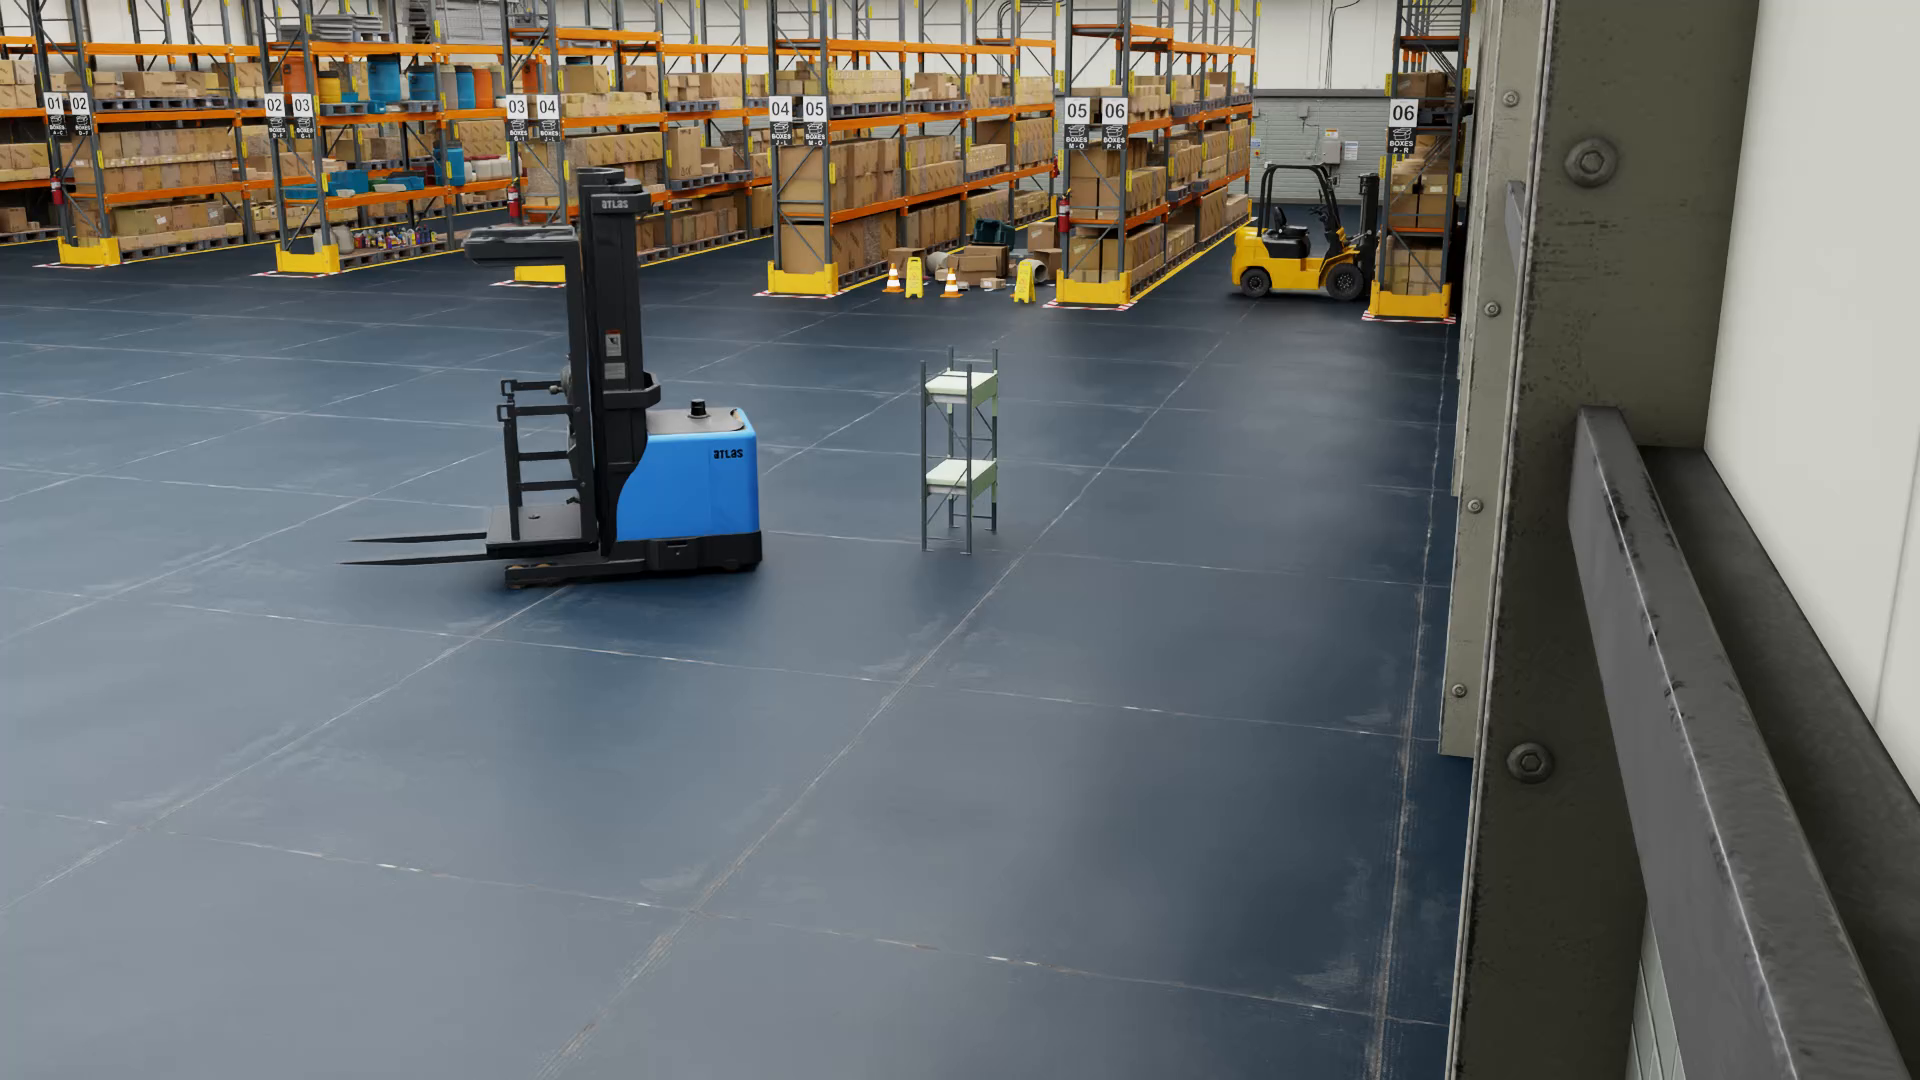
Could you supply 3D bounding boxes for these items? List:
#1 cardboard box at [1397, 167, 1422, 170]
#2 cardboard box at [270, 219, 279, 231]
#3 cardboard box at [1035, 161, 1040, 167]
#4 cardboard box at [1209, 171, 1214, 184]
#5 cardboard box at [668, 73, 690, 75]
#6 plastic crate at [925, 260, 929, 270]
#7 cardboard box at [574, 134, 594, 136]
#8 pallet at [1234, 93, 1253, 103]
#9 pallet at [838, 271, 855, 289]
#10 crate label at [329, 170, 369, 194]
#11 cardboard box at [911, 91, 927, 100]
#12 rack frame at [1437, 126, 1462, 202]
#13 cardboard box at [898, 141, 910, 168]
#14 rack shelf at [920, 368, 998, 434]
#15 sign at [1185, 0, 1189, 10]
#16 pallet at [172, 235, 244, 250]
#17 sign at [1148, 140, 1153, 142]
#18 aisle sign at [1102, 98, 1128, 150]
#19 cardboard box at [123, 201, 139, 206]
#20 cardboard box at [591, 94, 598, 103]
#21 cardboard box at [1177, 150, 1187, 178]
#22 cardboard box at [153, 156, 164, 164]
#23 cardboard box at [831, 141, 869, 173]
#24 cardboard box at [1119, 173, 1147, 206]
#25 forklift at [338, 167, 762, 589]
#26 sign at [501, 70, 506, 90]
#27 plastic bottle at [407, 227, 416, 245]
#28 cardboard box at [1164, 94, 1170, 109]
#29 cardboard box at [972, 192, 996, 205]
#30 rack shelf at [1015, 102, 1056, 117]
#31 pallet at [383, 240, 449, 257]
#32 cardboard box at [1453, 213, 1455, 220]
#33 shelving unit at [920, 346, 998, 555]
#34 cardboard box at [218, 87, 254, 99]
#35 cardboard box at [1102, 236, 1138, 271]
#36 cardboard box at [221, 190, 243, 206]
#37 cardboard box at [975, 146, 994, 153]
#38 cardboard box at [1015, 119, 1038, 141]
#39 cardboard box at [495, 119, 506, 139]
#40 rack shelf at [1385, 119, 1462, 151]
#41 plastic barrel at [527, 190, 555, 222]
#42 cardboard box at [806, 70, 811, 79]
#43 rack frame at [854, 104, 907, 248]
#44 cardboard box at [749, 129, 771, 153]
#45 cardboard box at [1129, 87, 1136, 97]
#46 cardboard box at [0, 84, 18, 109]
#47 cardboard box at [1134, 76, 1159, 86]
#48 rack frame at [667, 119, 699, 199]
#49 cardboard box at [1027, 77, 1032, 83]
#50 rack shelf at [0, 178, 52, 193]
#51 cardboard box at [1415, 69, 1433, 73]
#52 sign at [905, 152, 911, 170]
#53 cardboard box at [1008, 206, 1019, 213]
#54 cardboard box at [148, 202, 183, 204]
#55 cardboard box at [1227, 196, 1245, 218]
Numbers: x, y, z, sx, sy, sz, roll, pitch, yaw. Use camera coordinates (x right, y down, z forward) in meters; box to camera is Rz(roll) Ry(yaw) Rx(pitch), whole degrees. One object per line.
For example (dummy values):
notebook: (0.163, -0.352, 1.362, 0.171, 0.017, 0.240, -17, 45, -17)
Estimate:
cardboard box: (7.224, -5.915, 26.771, 0.380, 0.149, 0.250, 5, 17, 17)
cardboard box: (-15.228, -6.968, 36.667, 0.500, 0.250, 0.500, 5, 17, 17)
cardboard box: (1.768, -9.335, 41.206, 0.380, 0.149, 0.250, 4, 16, 13)
cardboard box: (5.072, -7.686, 35.206, 0.500, 0.250, 0.500, 5, 17, 18)
cardboard box: (-5.758, -9.510, 34.764, 0.500, 0.500, 0.500, 4, 16, 14)
plastic crate: (-0.297, -5.216, 31.270, 0.662, 0.188, 0.450, -15, 11, -41)
cardboard box: (-7.017, -7.280, 30.939, 0.500, 0.500, 0.500, 5, 16, 16)
pallet: (6.480, -10.676, 40.137, 1.003, 0.211, 1.213, 5, 16, 16)
pallet: (-2.488, -4.515, 28.862, 1.003, 0.211, 1.213, 5, 16, 16)
crate label: (-11.852, -6.956, 32.293, 0.502, 0.435, 0.616, 5, 16, 16)
cardboard box: (-0.856, -8.607, 32.188, 0.380, 0.149, 0.250, 5, 16, 16)
rack frame: (11.441, -9.086, 39.867, 1.000, 3.000, 0.127, 5, 16, 16)
cardboard box: (-1.368, -7.348, 31.722, 0.700, 0.500, 0.500, 4, 16, 15)
rack shelf: (-0.002, -1.095, 13.012, 0.431, 0.370, 0.720, 5, 16, 16)
sign: (5.019, -11.885, 36.738, 0.100, 0.325, 0.005, 5, 16, 16)
pallet: (-15.993, -6.322, 35.232, 1.003, 0.211, 1.213, 5, 16, 16)
sign: (3.875, -7.977, 33.833, 0.100, 0.325, 0.005, 5, 16, 16)
aisle sign: (2.414, -6.495, 25.966, 0.394, 0.787, 0.004, 5, 16, 16)
cardboard box: (-19.867, -7.857, 39.307, 0.700, 0.500, 0.500, 5, 16, 16)
cardboard box: (-6.728, -7.935, 29.854, 0.380, 0.149, 0.250, 5, 16, 16)
cardboard box: (3.975, -7.084, 31.309, 0.500, 0.500, 0.500, 5, 16, 16)
cardboard box: (-16.182, -7.605, 33.273, 0.380, 0.149, 0.250, 4, 16, 15)
cardboard box: (-2.115, -6.763, 29.423, 0.875, 0.550, 0.500, 5, 16, 16)
cardboard box: (2.823, -5.847, 27.719, 0.500, 0.500, 0.500, 4, 16, 15)
forklift: (-3.064, -1.214, 12.237, 3.031, 2.935, 1.130, -4, 16, -13)
sign: (-7.894, -7.970, 28.812, 0.100, 0.325, 0.005, 5, 16, 16)
plastic bottle: (-11.032, -6.095, 33.370, 0.144, 0.351, 0.185, 5, 16, 16)
cardboard box: (3.403, -7.708, 29.240, 0.500, 0.250, 0.500, 4, 16, 15)
cardboard box: (0.505, -7.654, 37.255, 0.500, 0.250, 0.500, 4, 16, 13)
rack shelf: (1.338, -10.401, 40.325, 1.077, 0.370, 4.000, 5, 16, 16)
pallet: (-11.210, -5.969, 33.988, 1.003, 0.211, 1.213, 5, 16, 16)
cardboard box: (9.716, -6.485, 33.317, 0.380, 0.149, 0.250, 5, 17, 18)
shelving unit: (-0.002, -0.720, 13.119, 0.431, 1.500, 0.755, 5, 16, 16)
cardboard box: (-15.543, -9.602, 35.693, 0.500, 0.250, 0.500, 6, 17, 22)
cardboard box: (2.635, -4.720, 27.369, 0.500, 0.500, 0.500, 4, 16, 14)
cardboard box: (-18.751, -8.877, 42.299, 0.750, 0.750, 0.750, 5, 16, 16)
cardboard box: (0.545, -8.758, 37.310, 0.380, 0.149, 0.250, 4, 16, 14)
cardboard box: (1.585, -9.953, 40.362, 0.500, 0.500, 0.500, 4, 16, 14)
cardboard box: (-12.465, -11.131, 45.061, 0.500, 0.500, 0.500, 5, 17, 17)
rack shelf: (7.463, -6.521, 26.643, 1.077, 0.370, 4.000, 5, 16, 16)
plastic barrel: (-9.720, -7.817, 38.600, 0.600, 0.830, 0.708, 5, 16, 16)
cardboard box: (-2.725, -7.844, 28.038, 0.380, 0.149, 0.250, 5, 17, 17)
rack frame: (-1.504, -6.688, 31.412, 1.000, 3.000, 0.127, 5, 16, 16)
cardboard box: (-4.682, -9.037, 37.671, 0.797, 0.503, 0.637, 5, 17, 17)
cardboard box: (2.617, -7.195, 26.702, 0.380, 0.149, 0.250, 5, 16, 16)
cardboard box: (-20.540, -9.470, 35.502, 0.500, 0.500, 0.500, 3, 16, 11)
cardboard box: (3.314, -8.306, 30.207, 0.500, 0.250, 0.500, 5, 17, 17)
rack frame: (-7.569, -10.623, 45.284, 1.000, 3.000, 0.127, 5, 16, 16)
cardboard box: (1.504, -10.982, 39.681, 0.380, 0.149, 0.250, 5, 17, 19)
rack shelf: (-21.046, -7.382, 35.178, 1.077, 0.370, 4.000, 5, 16, 16)
cardboard box: (9.884, -9.903, 35.452, 0.396, 0.266, 0.258, 4, 16, 15)
sign: (-0.971, -7.100, 31.133, 0.100, 0.325, 0.005, 5, 16, 16)
cardboard box: (1.180, -7.825, 39.330, 0.380, 0.149, 0.250, 5, 17, 18)
cardboard box: (-16.443, -6.750, 34.525, 0.500, 0.500, 0.500, 5, 16, 16)
cardboard box: (6.338, -8.019, 40.031, 0.875, 0.438, 0.875, 5, 17, 17)
